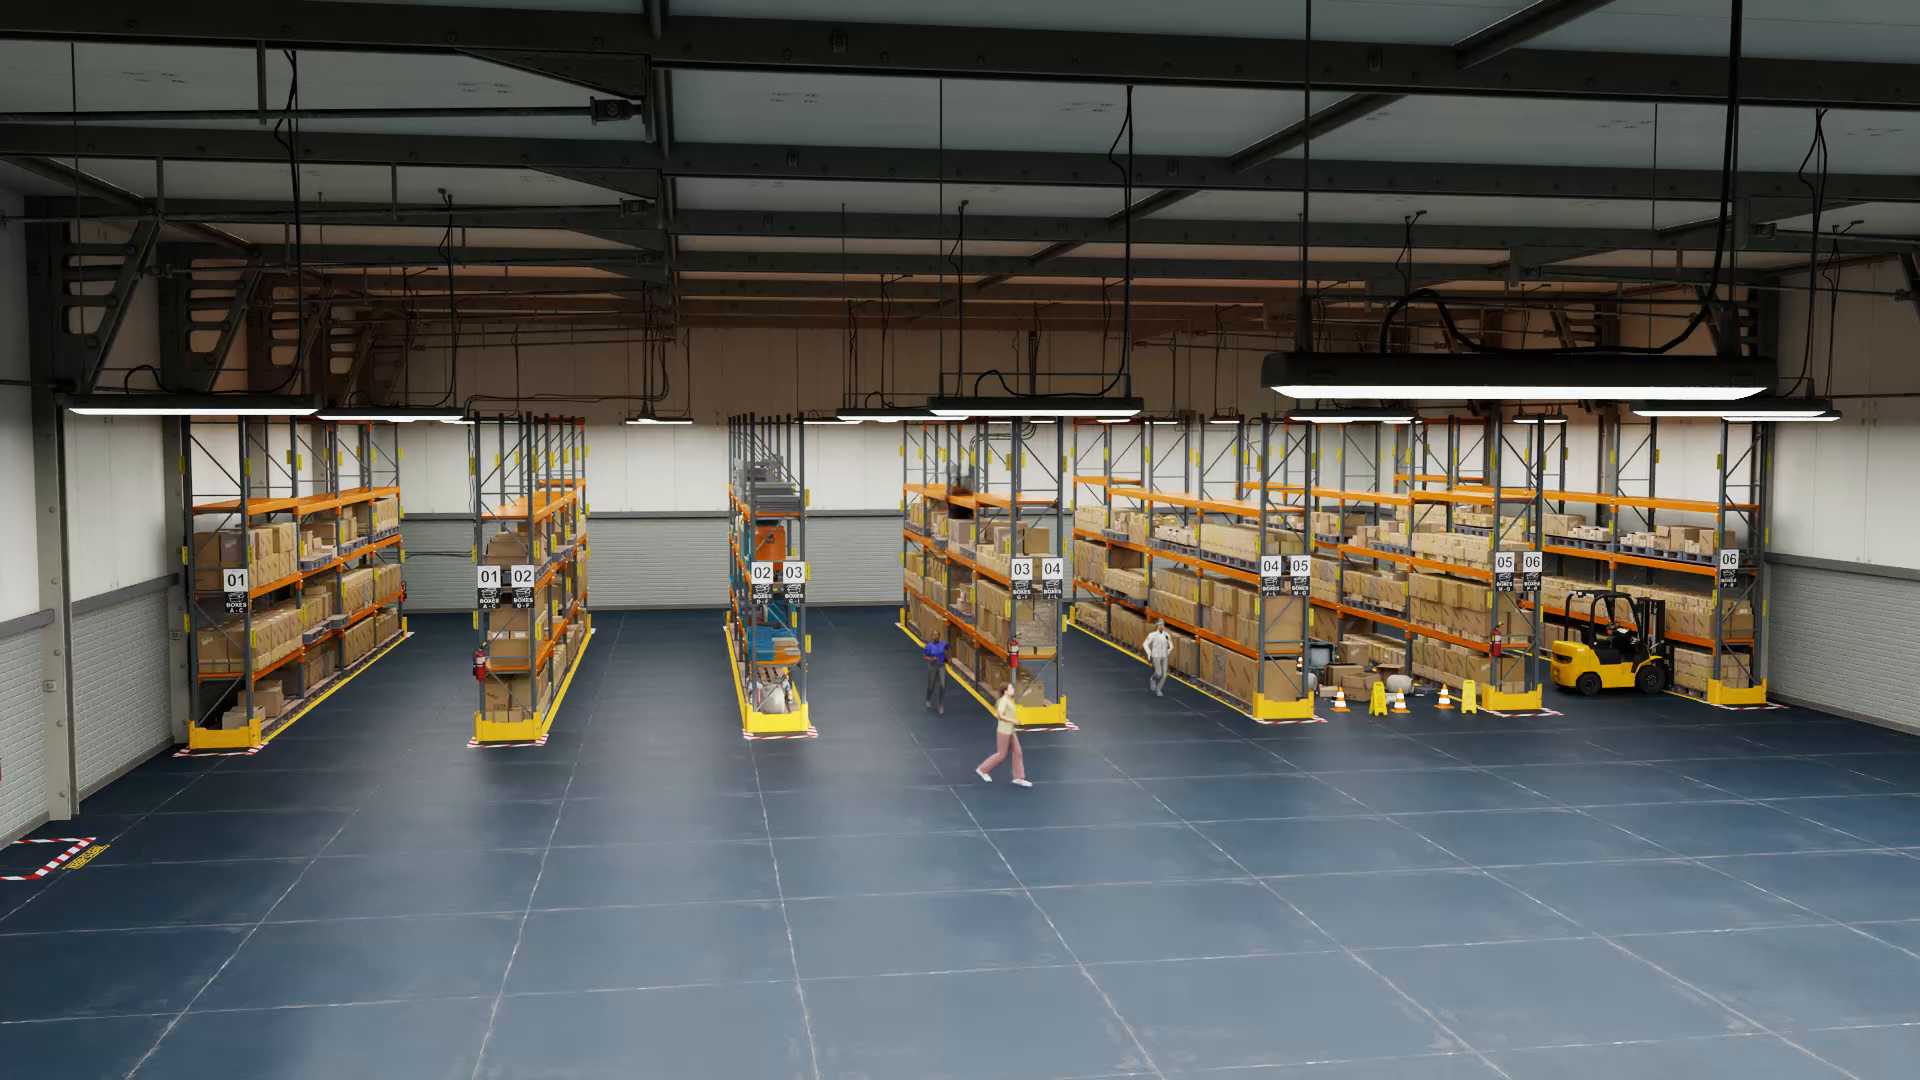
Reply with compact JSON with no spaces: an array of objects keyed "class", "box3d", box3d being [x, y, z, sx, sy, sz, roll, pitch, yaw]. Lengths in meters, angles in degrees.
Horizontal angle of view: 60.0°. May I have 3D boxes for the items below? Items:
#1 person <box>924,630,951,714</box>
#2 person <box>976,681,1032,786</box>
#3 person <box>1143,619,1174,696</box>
[{"class":"person","box3d":[-0.456,2.634,33.398,0.584,1.697,0.885,-1,4,-8]},{"class":"person","box3d":[0.699,3.085,26.508,0.899,1.676,0.576,1,4,14]},{"class":"person","box3d":[4.256,2.496,35.309,0.615,1.658,0.541,-1,4,-14]}]
